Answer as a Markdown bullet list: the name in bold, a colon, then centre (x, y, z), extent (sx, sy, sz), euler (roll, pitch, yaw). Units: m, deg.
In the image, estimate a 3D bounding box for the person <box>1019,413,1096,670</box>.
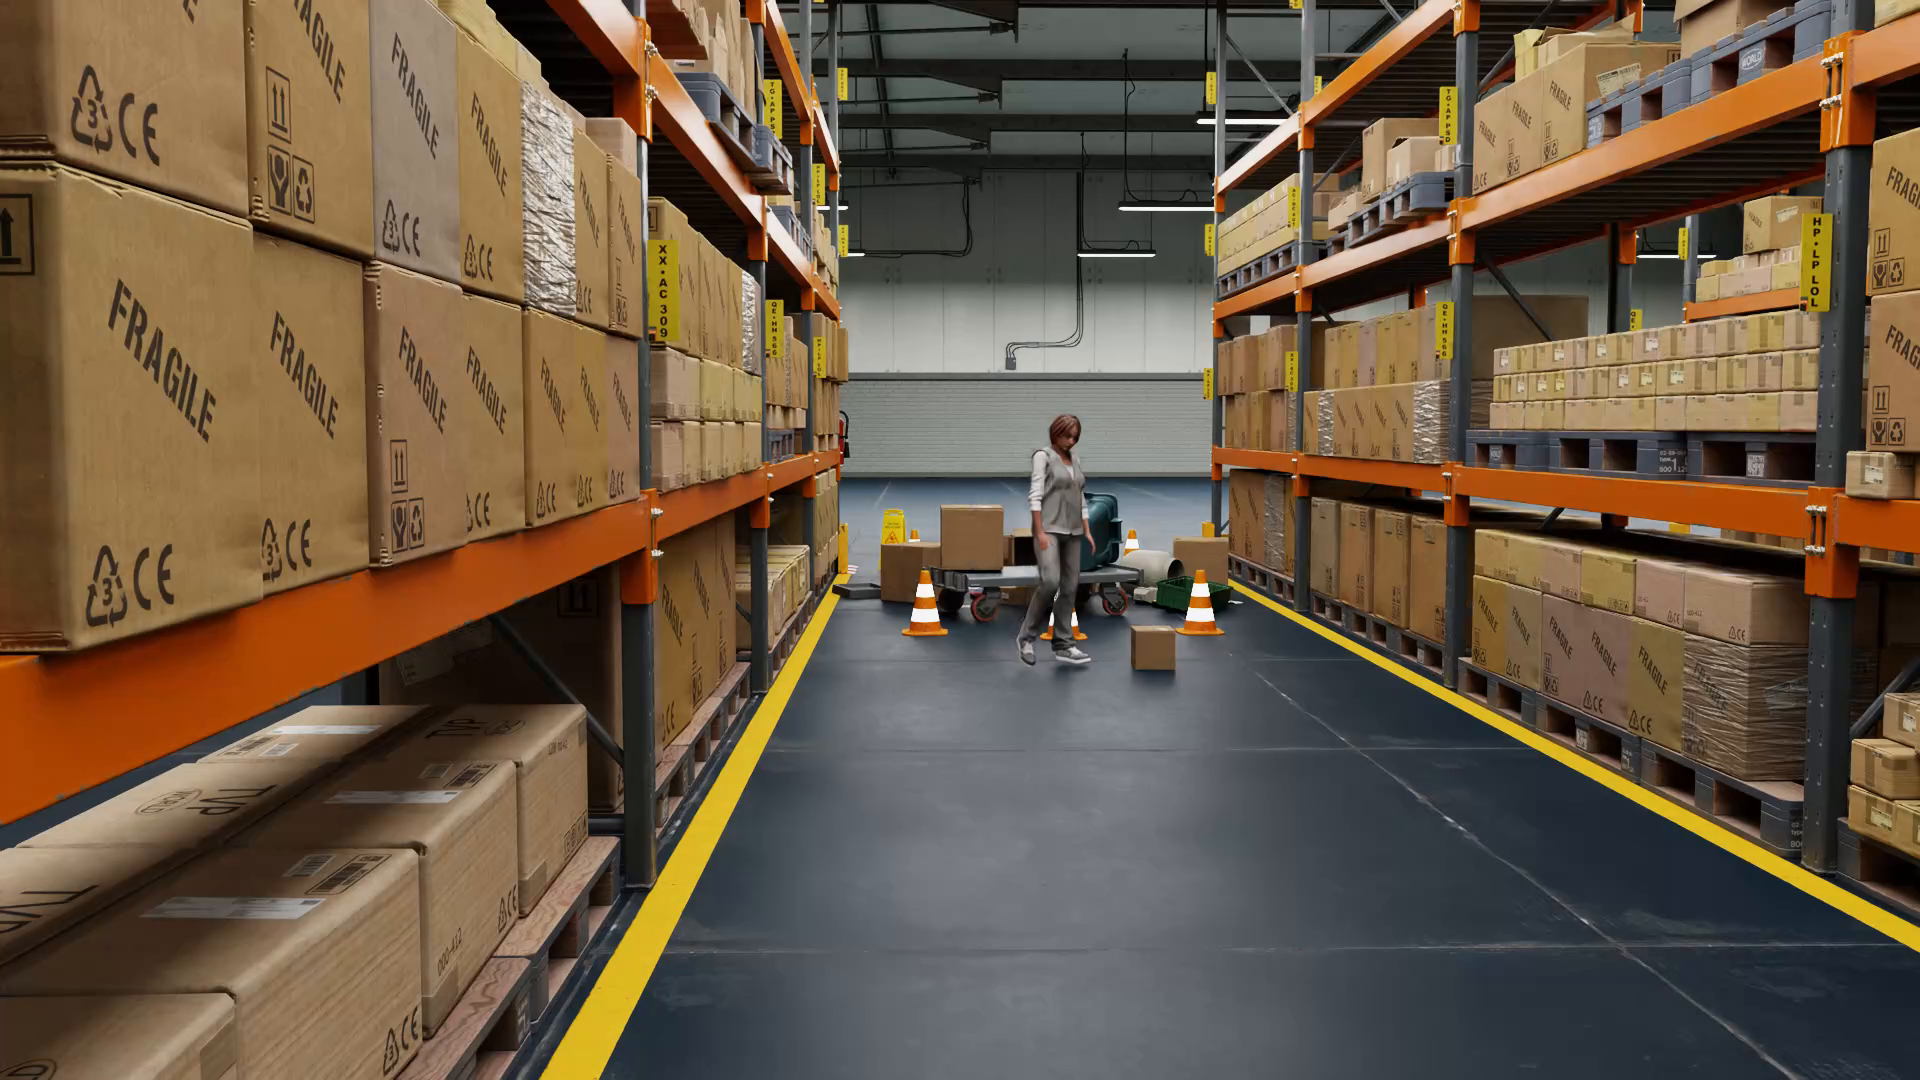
- **person**: centre (0.614, 0.013, 10.566), extent (0.508, 1.602, 0.349), euler (-4, 5, -43)
